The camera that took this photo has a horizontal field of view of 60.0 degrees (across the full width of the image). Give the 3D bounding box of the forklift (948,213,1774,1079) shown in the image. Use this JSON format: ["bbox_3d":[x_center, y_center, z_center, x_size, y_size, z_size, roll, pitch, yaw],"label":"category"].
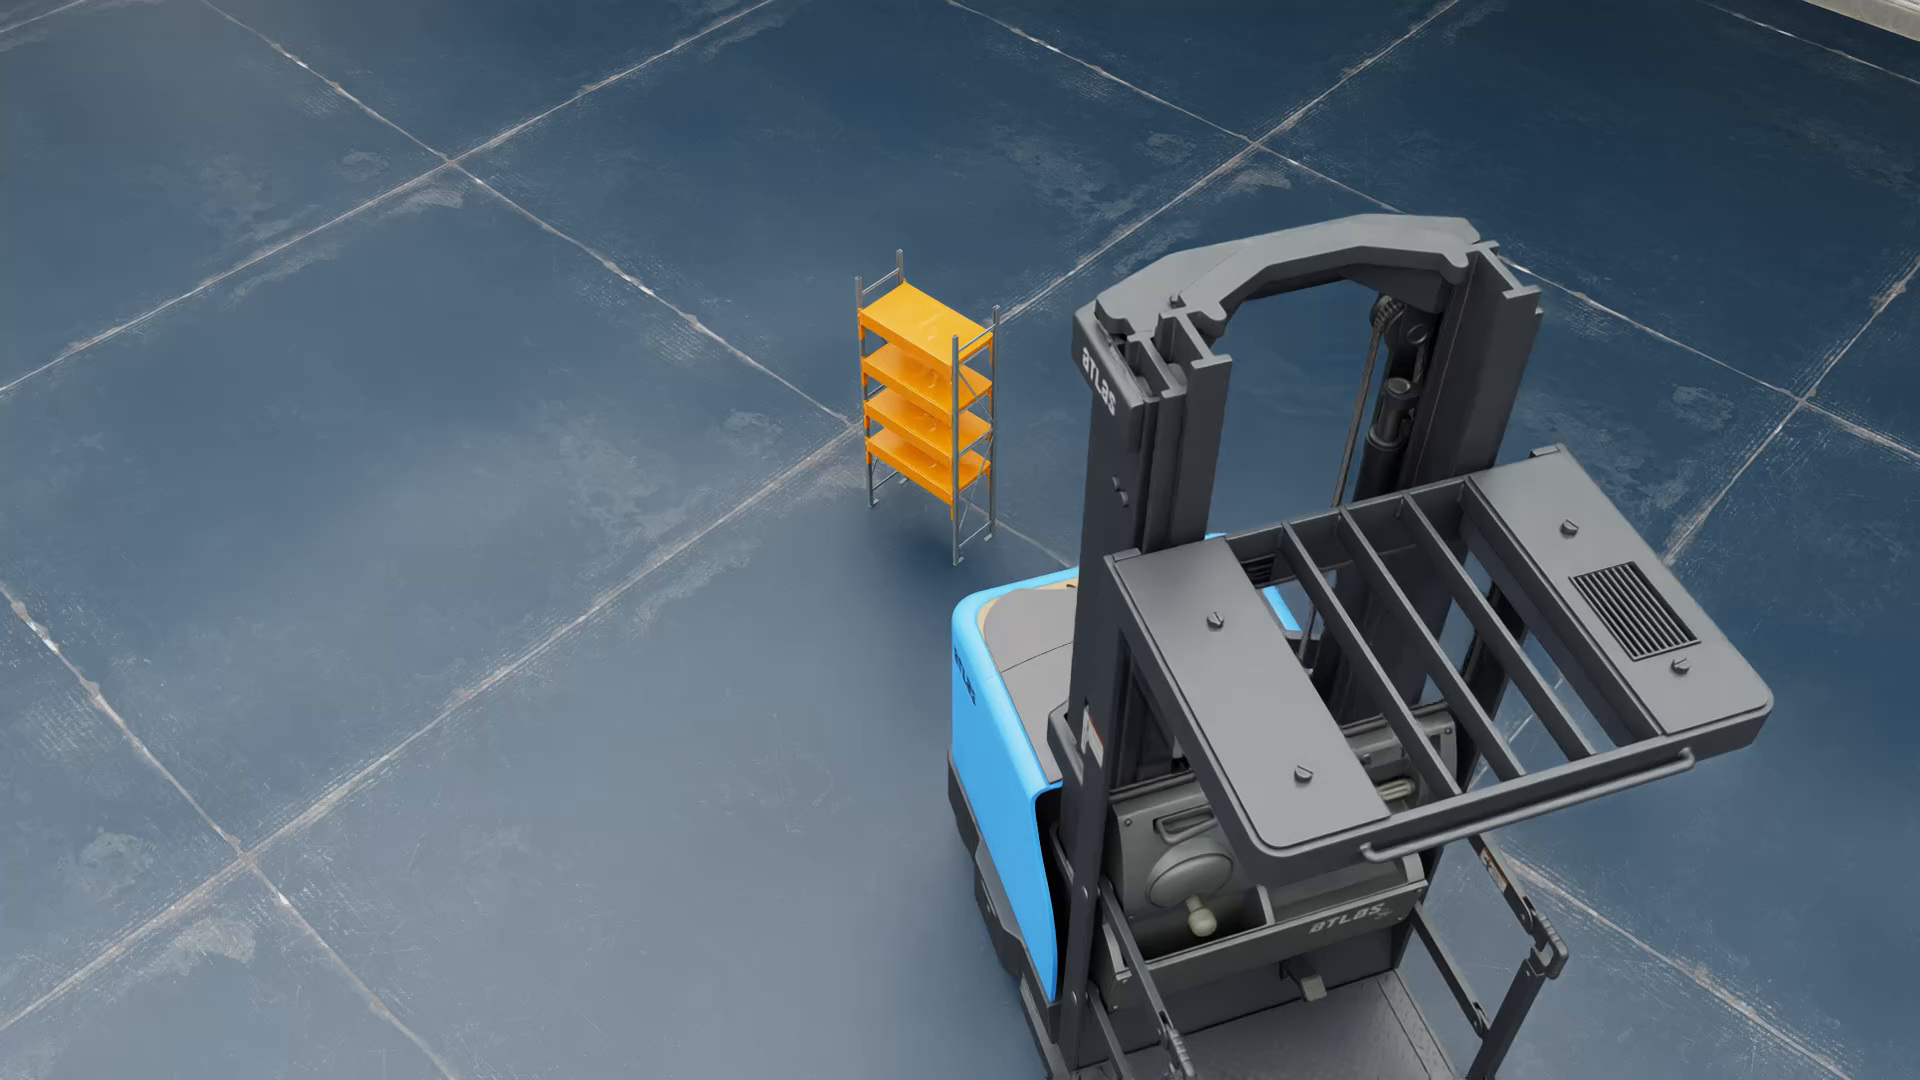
[{"bbox_3d":[0.904,0.824,4.075,1.130,2.935,3.031,-14,48,-12],"label":"forklift"}]

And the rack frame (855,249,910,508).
[{"bbox_3d":[-0.301,-0.613,6.611,0.015,1.200,0.240,34,55,28],"label":"rack frame"}]

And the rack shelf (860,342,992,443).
[{"bbox_3d":[-0.122,-0.600,6.384,0.480,0.148,0.258,34,55,28],"label":"rack shelf"}]

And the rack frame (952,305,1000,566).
[{"bbox_3d":[0.058,-0.372,6.385,0.015,1.200,0.240,34,55,28],"label":"rack frame"}]

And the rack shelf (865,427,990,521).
[{"bbox_3d":[-0.122,-0.311,6.692,0.480,0.148,0.258,34,55,28],"label":"rack shelf"}]

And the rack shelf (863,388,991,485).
[{"bbox_3d":[-0.122,-0.446,6.547,0.480,0.148,0.258,34,55,28],"label":"rack shelf"}]

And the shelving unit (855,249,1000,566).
[{"bbox_3d":[-0.122,-0.493,6.498,0.503,1.200,0.258,34,55,28],"label":"shelving unit"}]

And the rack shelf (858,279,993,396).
[{"bbox_3d":[-0.122,-0.762,6.211,0.480,0.148,0.258,34,55,28],"label":"rack shelf"}]
